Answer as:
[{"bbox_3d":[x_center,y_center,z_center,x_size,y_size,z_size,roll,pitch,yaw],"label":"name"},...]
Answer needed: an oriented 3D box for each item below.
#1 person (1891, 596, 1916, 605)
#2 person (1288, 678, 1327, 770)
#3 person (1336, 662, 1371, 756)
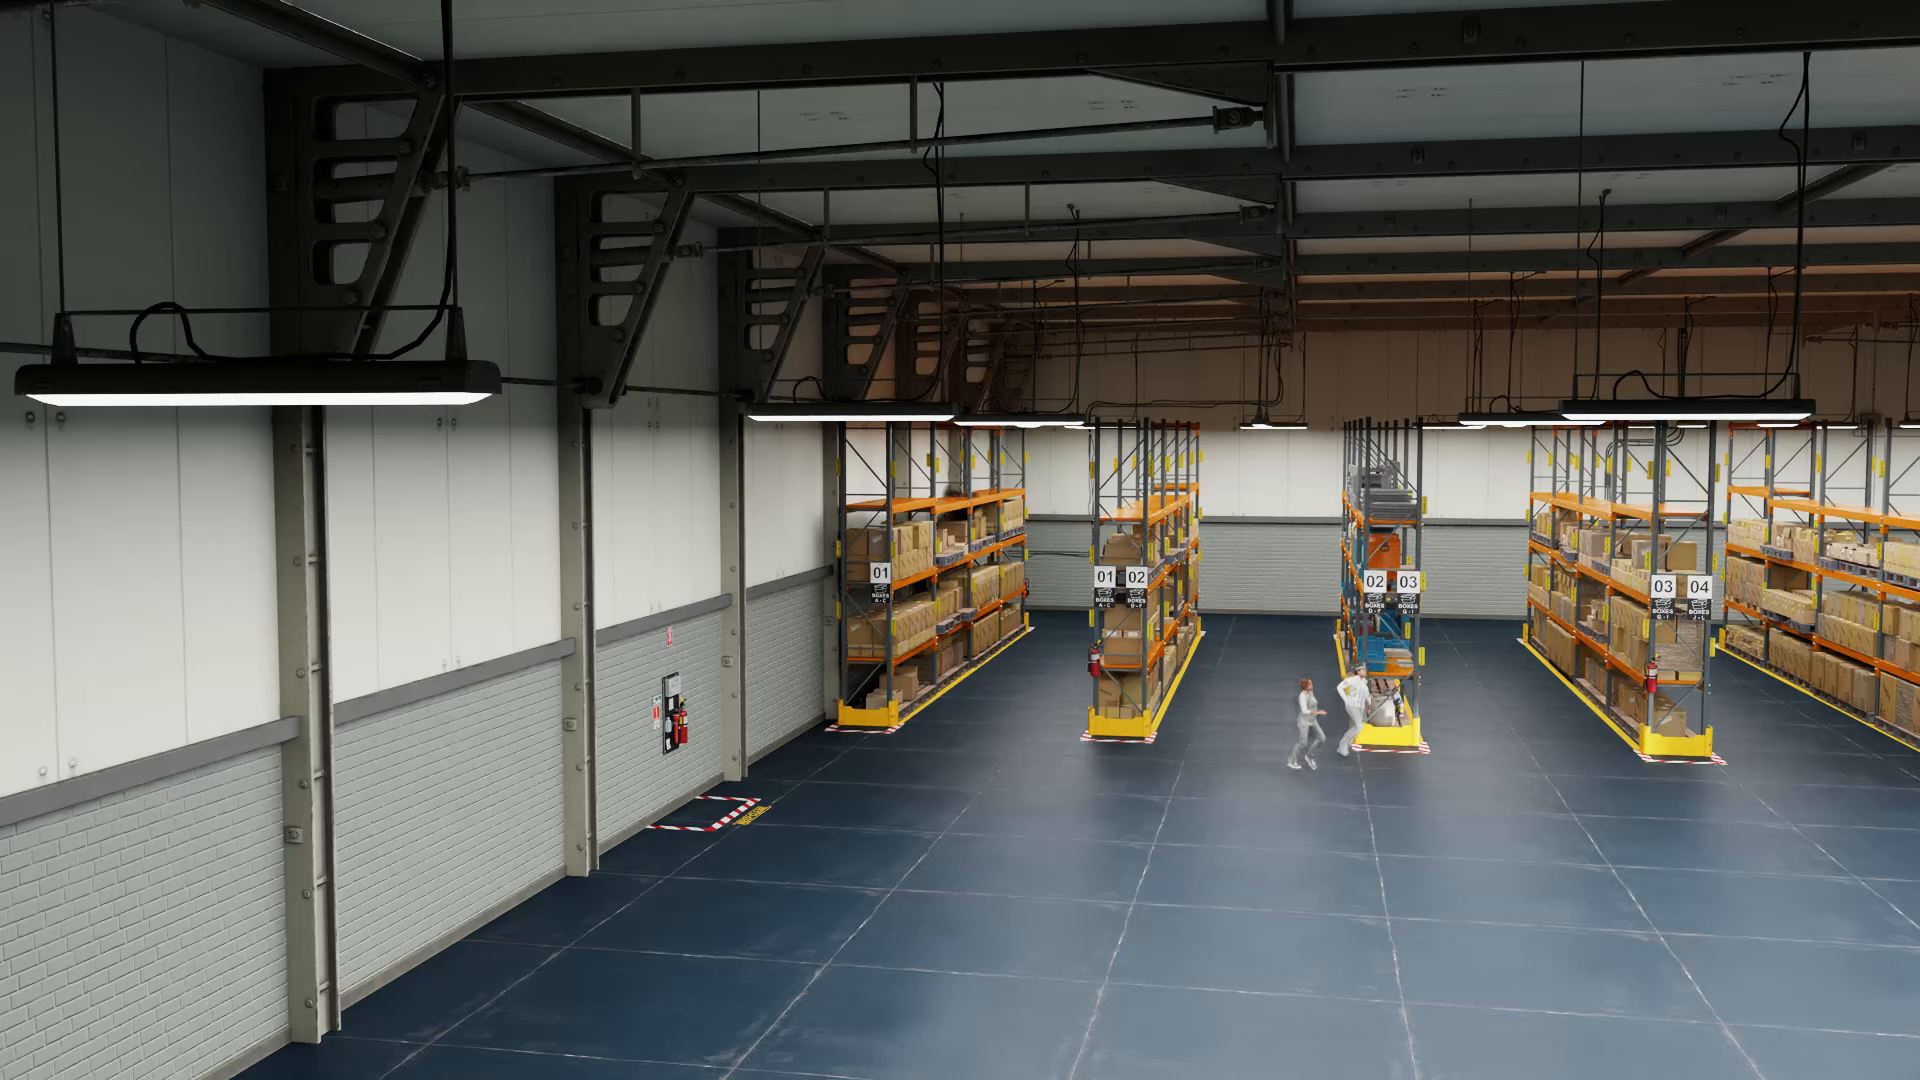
[{"bbox_3d":[25.268,1.920,44.568,0.861,1.809,0.682,2,4,25],"label":"person"},{"bbox_3d":[5.871,3.099,28.003,0.698,1.576,0.506,3,5,42],"label":"person"},{"bbox_3d":[7.018,2.981,29.446,0.645,1.650,0.573,-3,5,-41],"label":"person"}]
